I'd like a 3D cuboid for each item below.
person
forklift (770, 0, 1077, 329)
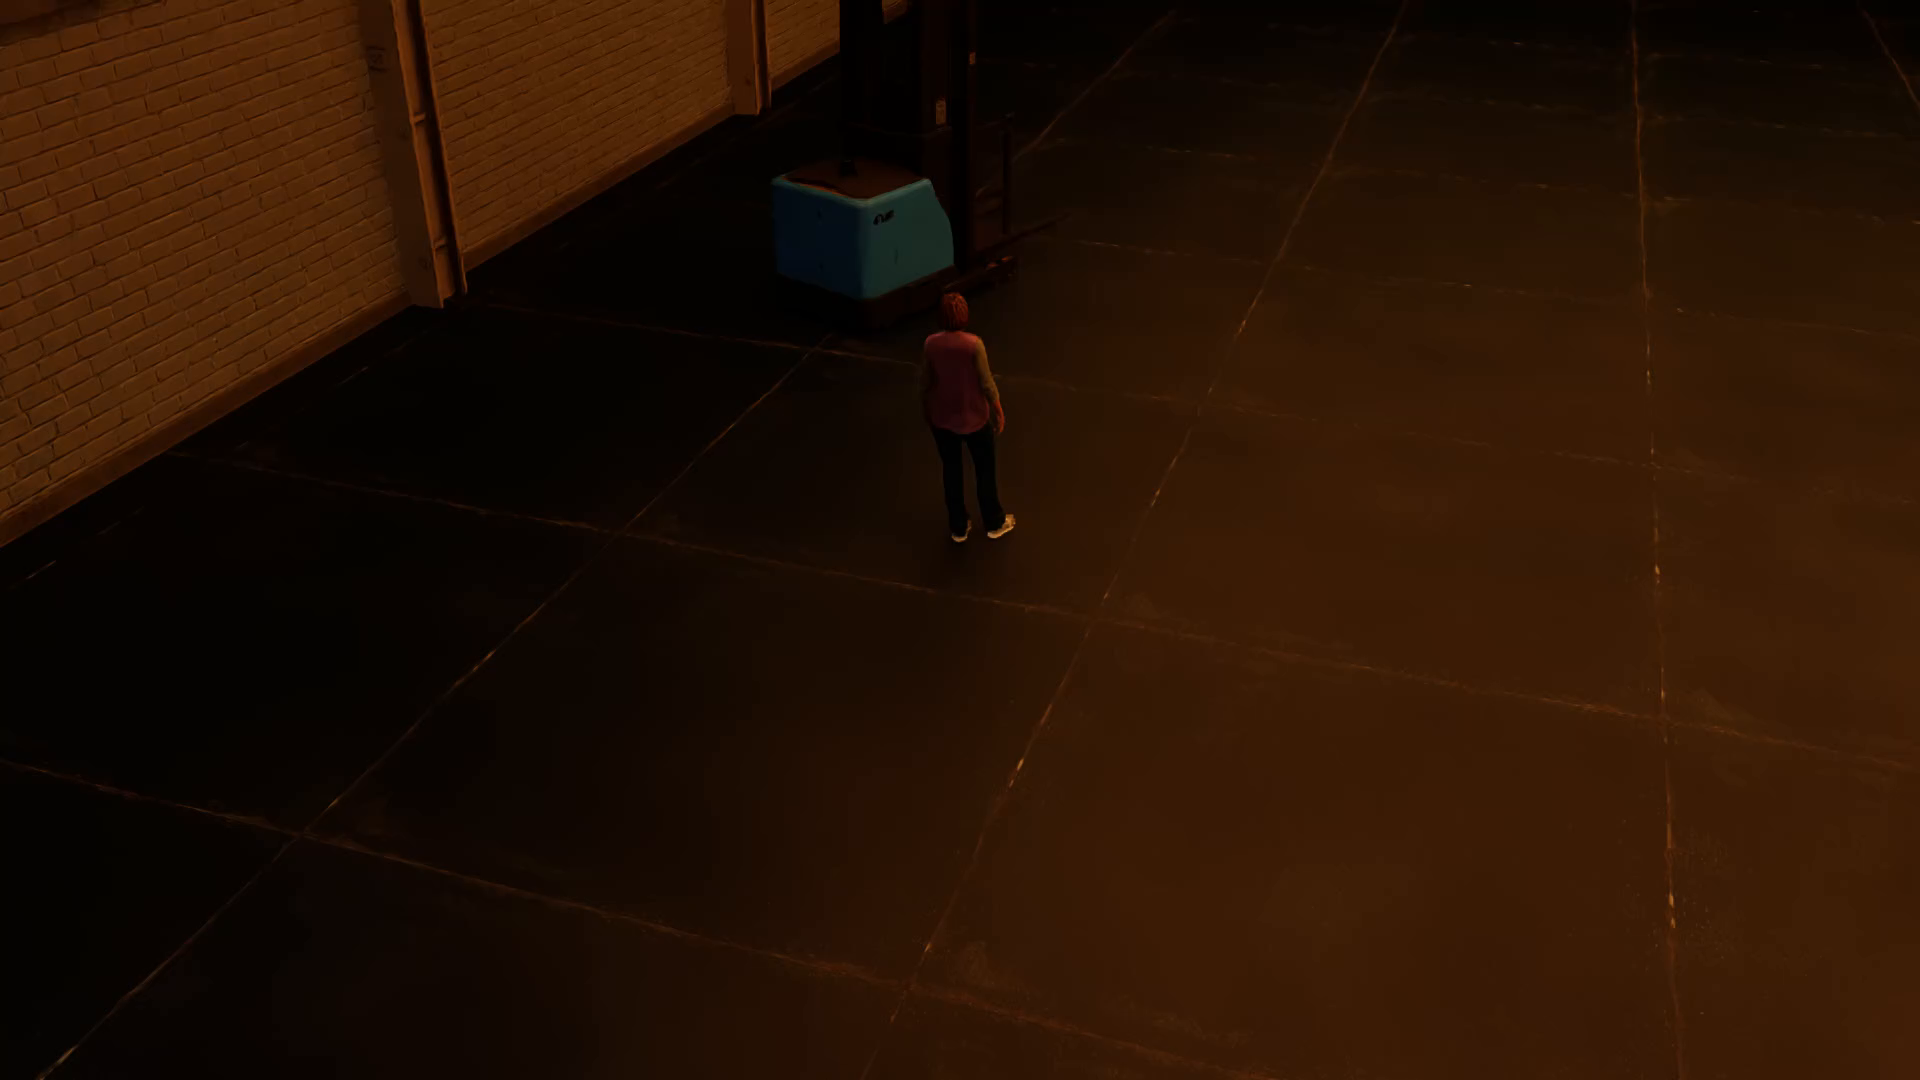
[{"bbox_3d":[0.037,-0.732,9.754,0.520,1.597,0.474,10,31,16],"label":"person"},{"bbox_3d":[-0.166,-3.555,13.372,1.130,2.935,3.031,22,36,33],"label":"forklift"}]
